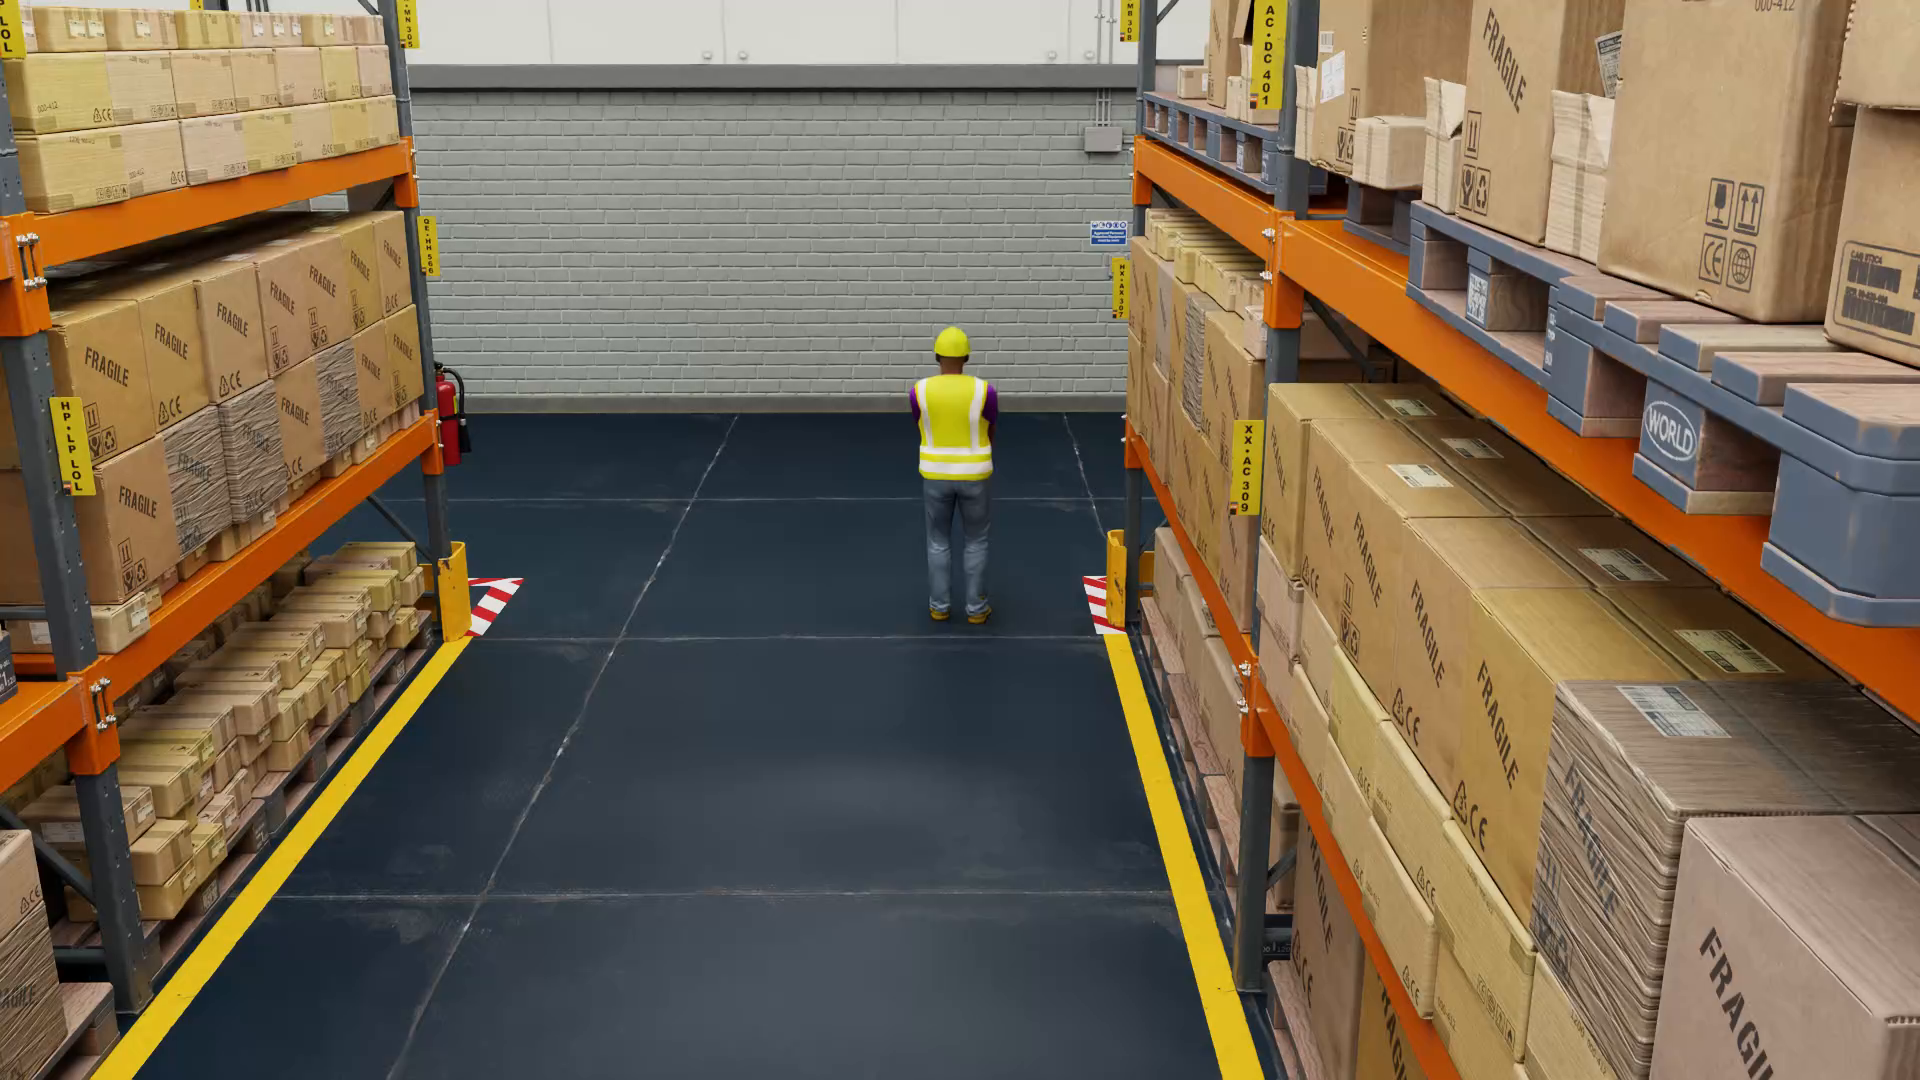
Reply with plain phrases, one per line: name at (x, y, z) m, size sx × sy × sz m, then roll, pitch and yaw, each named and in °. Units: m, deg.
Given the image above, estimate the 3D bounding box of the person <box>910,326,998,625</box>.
person at (-0.025, -0.404, 9.827) m, size 0.505 × 1.763 × 0.567 m, roll 1°, pitch 17°, yaw 5°
